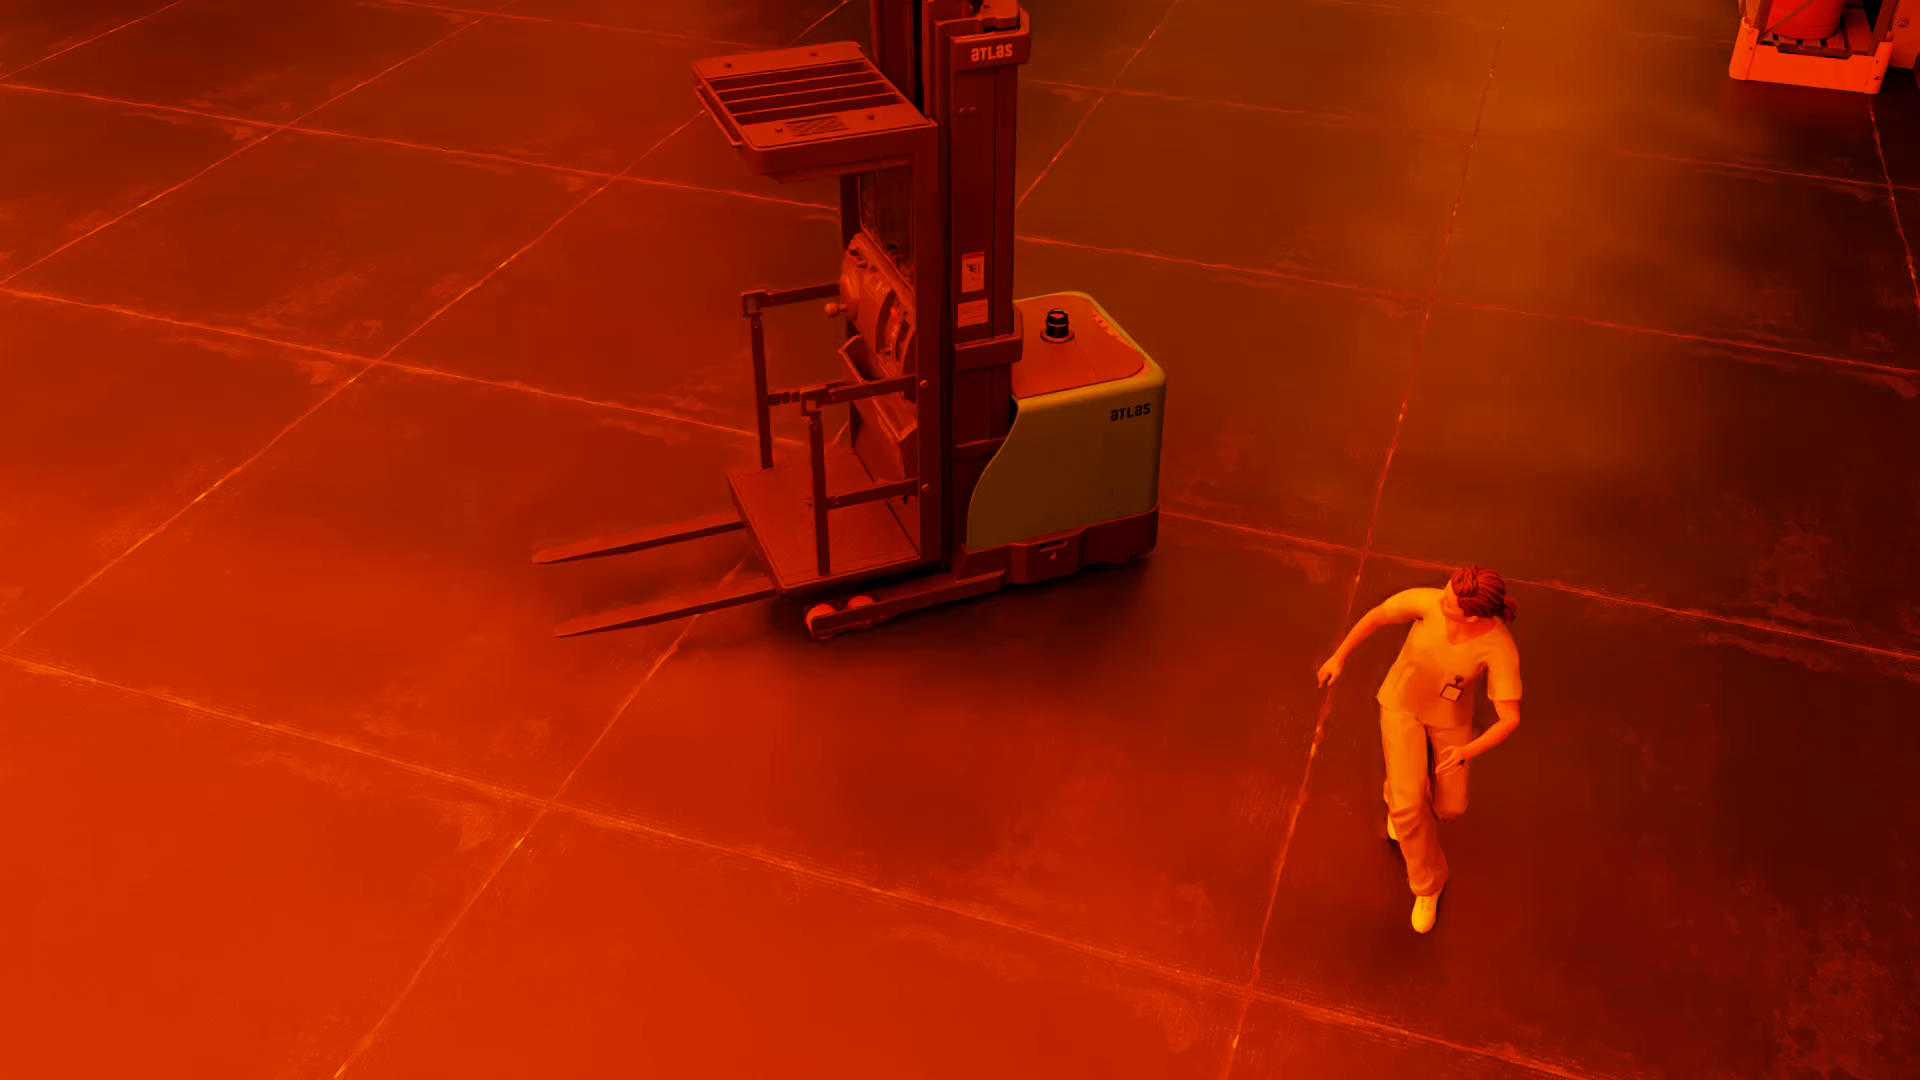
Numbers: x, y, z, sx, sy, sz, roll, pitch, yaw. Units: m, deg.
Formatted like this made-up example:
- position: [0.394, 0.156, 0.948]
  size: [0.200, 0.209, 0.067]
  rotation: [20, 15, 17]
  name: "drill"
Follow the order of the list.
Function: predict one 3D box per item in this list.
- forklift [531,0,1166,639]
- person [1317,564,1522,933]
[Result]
- position: [-0.569, -1.067, 7.616]
  size: [3.031, 2.935, 1.130]
  rotation: [-13, 37, -17]
  name: "forklift"
- position: [1.713, 0.710, 6.335]
  size: [0.734, 1.549, 0.795]
  rotation: [9, 36, 12]
  name: "person"
